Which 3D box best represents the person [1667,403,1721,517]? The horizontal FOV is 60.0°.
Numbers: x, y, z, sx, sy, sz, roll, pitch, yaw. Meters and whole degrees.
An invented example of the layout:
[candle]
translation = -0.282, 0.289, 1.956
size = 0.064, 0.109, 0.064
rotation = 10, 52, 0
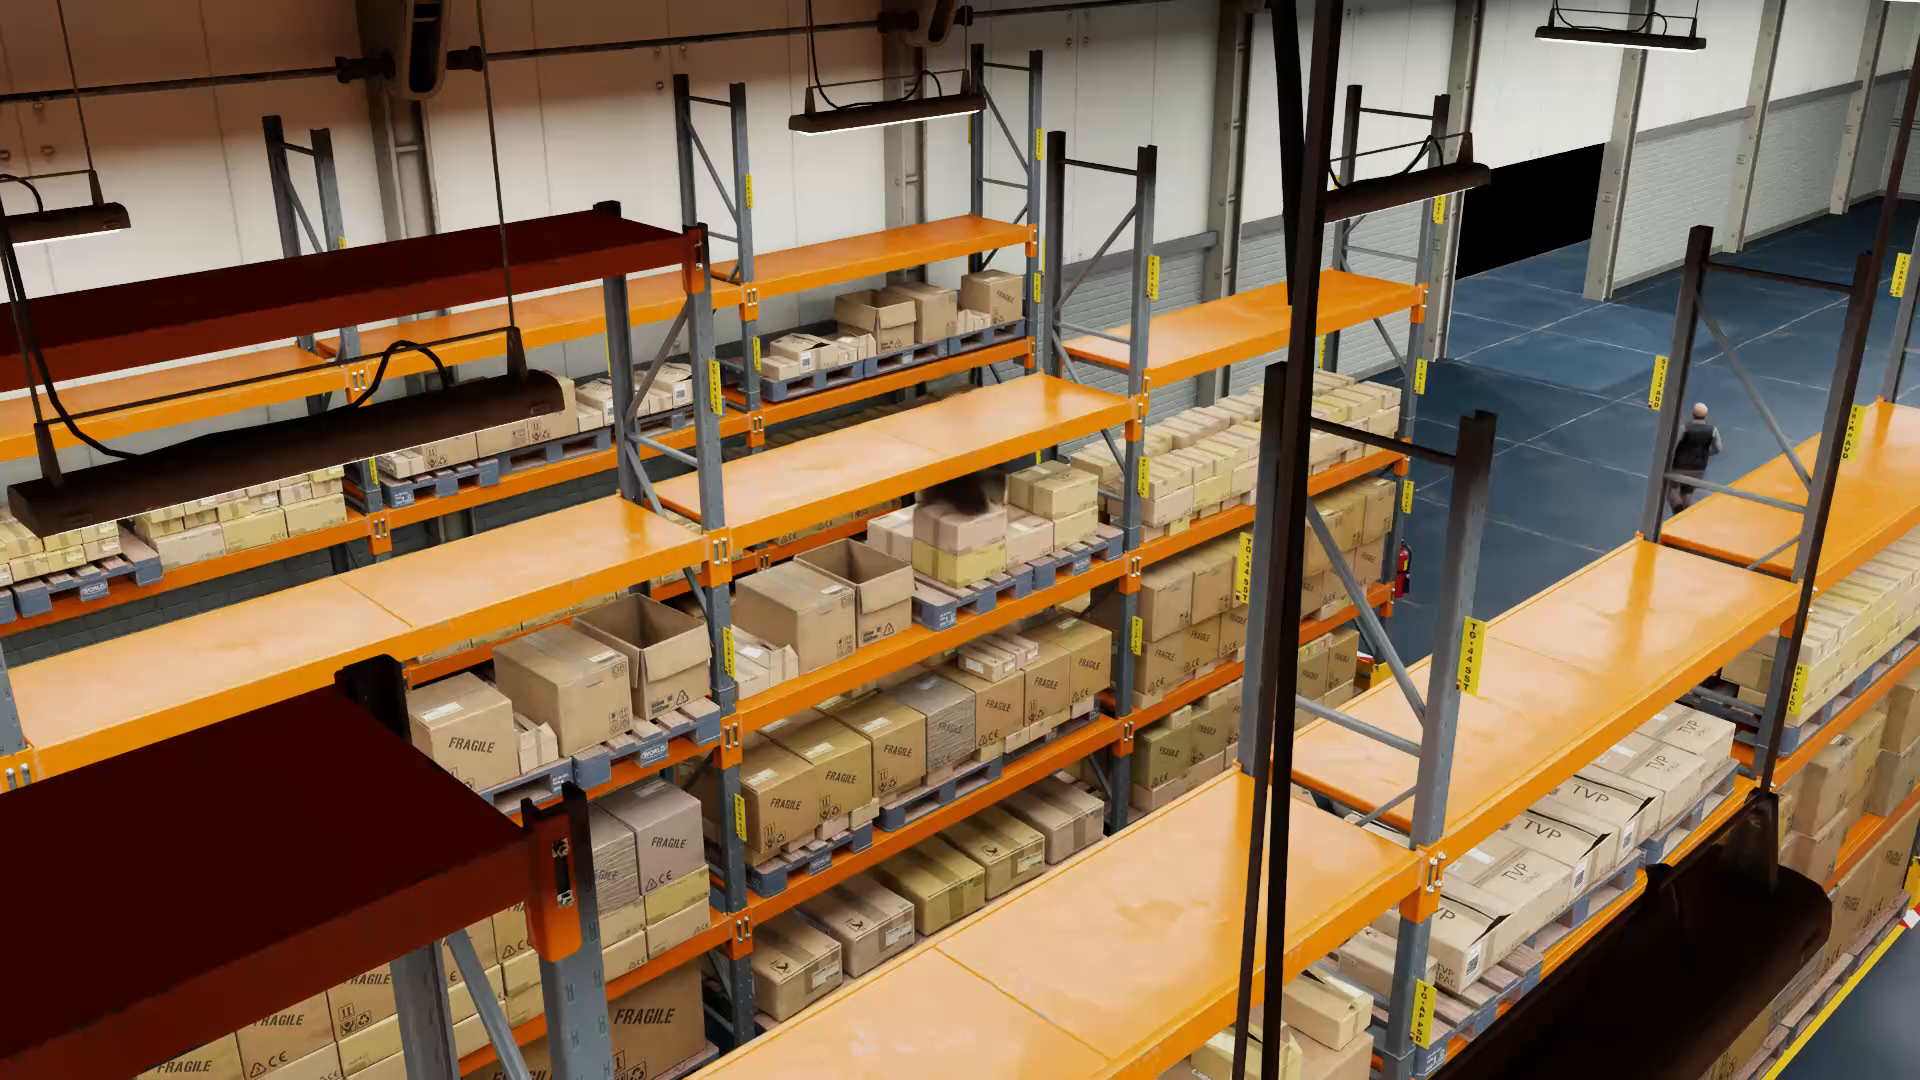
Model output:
[person]
translation = 9.143, -0.907, 20.878
size = 0.691, 1.686, 0.607
rotation = 2, 23, 4
